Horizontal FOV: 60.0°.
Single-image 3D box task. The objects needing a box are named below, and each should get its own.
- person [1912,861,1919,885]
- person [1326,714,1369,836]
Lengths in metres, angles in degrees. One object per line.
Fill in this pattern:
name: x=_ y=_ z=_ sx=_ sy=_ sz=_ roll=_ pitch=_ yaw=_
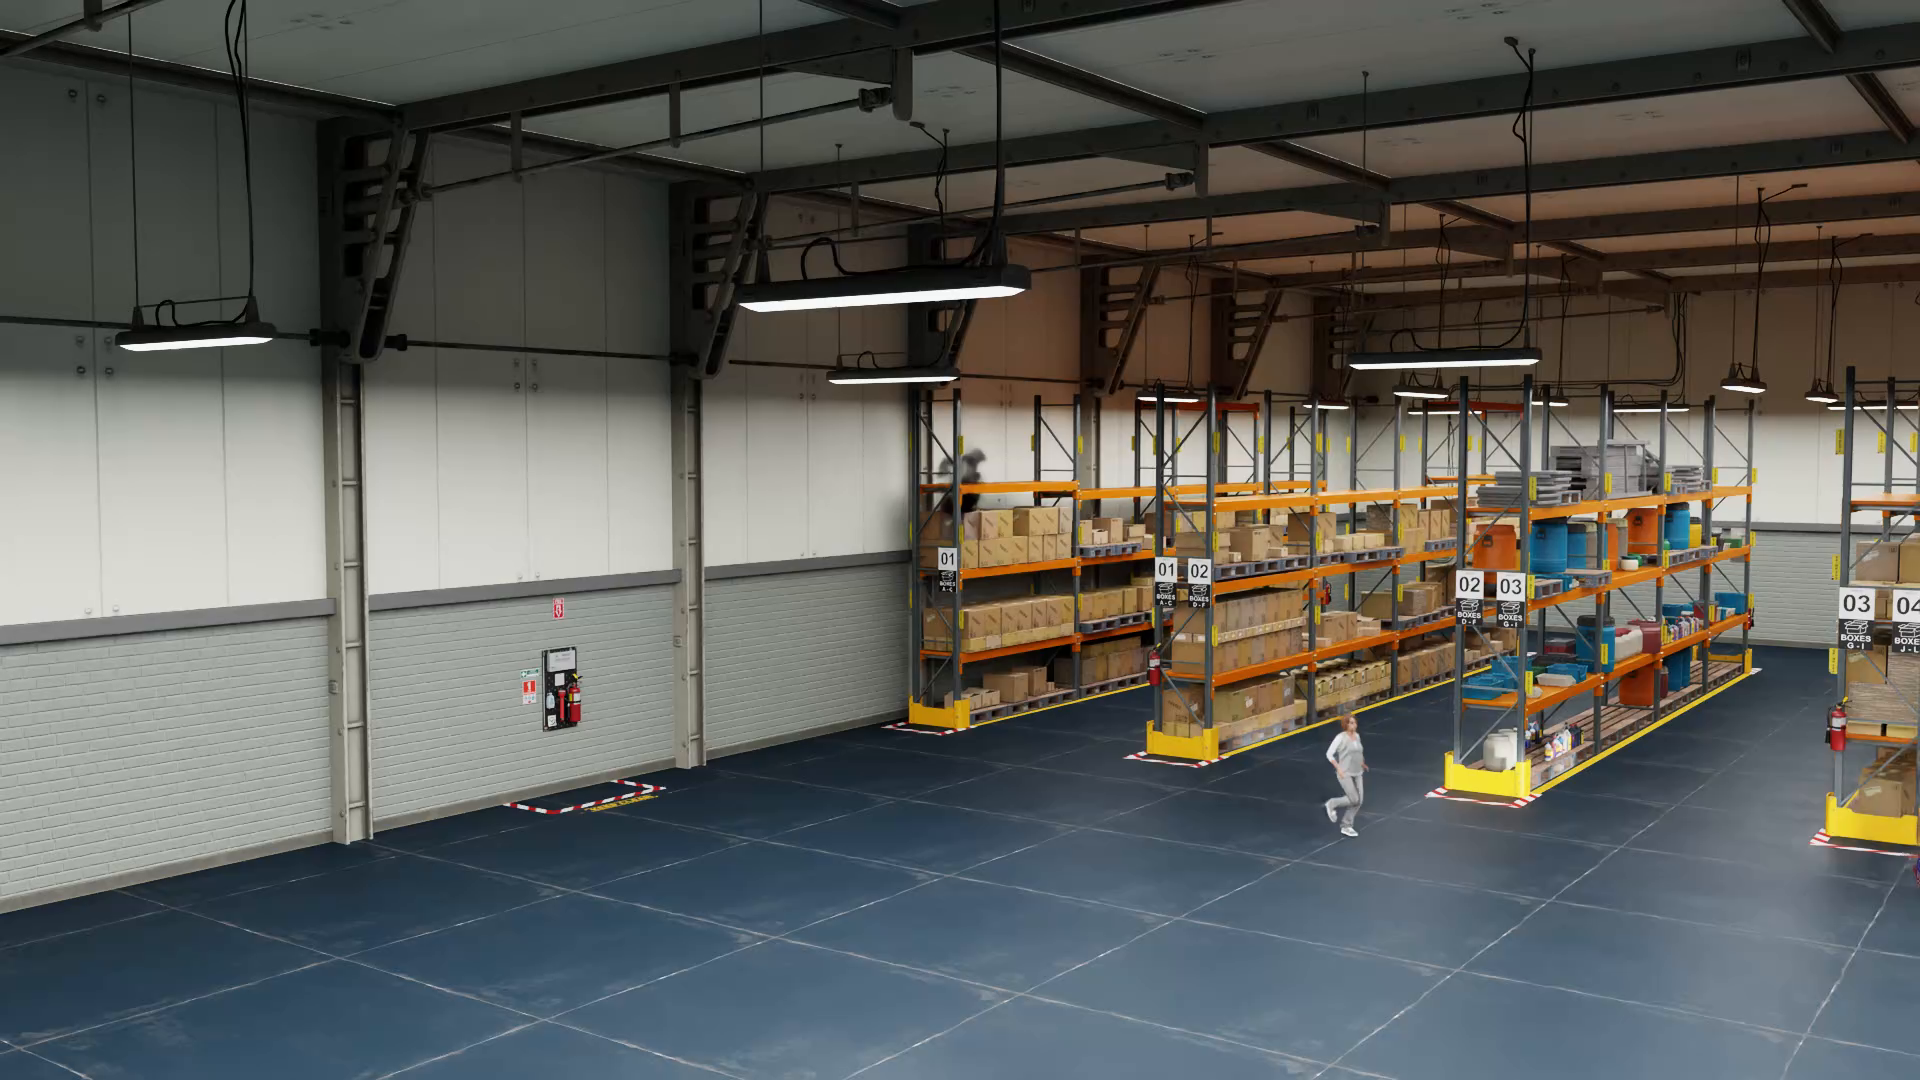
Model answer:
person: x=10.954 y=3.156 z=18.215 sx=0.615 sy=1.650 sz=0.934 roll=-1 pitch=3 yaw=-9
person: x=4.979 y=3.020 z=21.351 sx=0.537 sy=1.541 sz=0.547 roll=-2 pitch=4 yaw=-31
